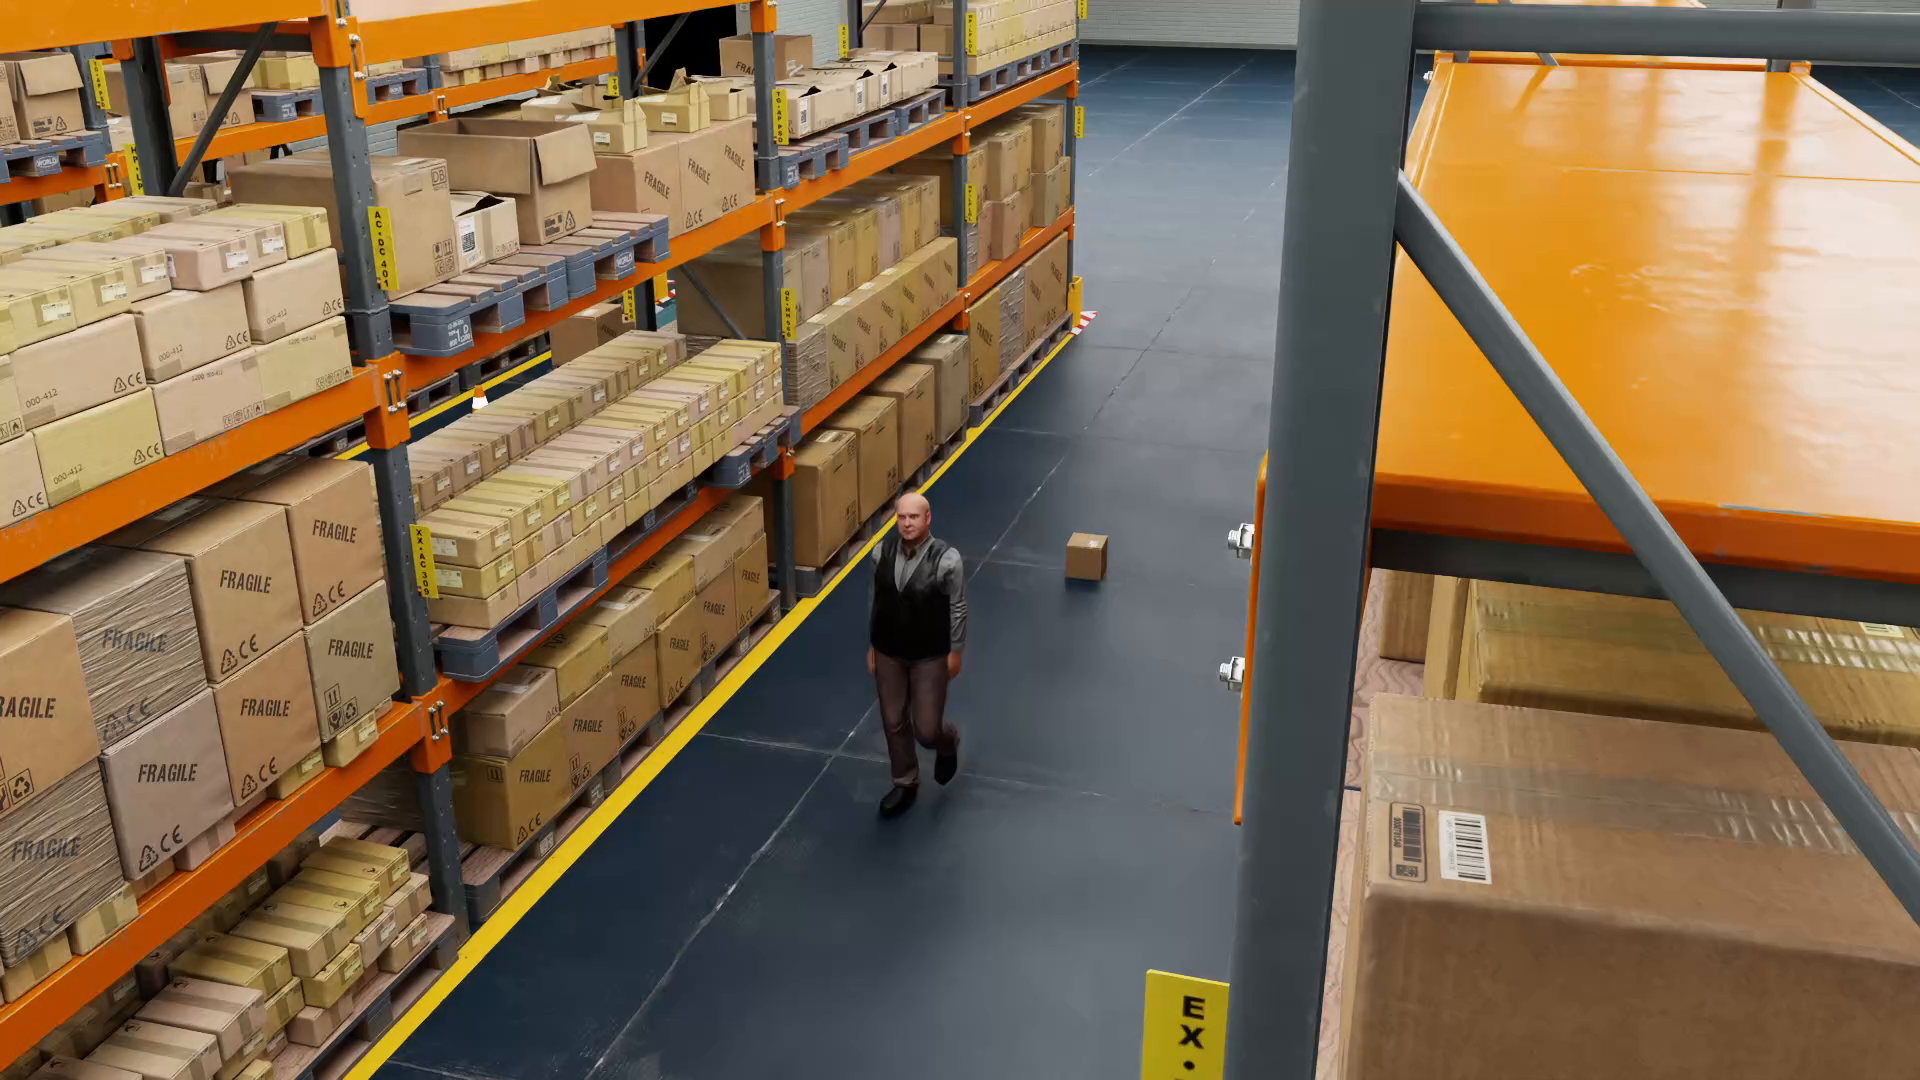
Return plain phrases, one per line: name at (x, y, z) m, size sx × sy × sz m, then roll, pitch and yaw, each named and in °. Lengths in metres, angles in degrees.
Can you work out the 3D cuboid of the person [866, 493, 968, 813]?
person at (-0.229, 0.574, 8.631) m, size 0.540 × 1.709 × 0.551 m, roll 9°, pitch 24°, yaw 21°
